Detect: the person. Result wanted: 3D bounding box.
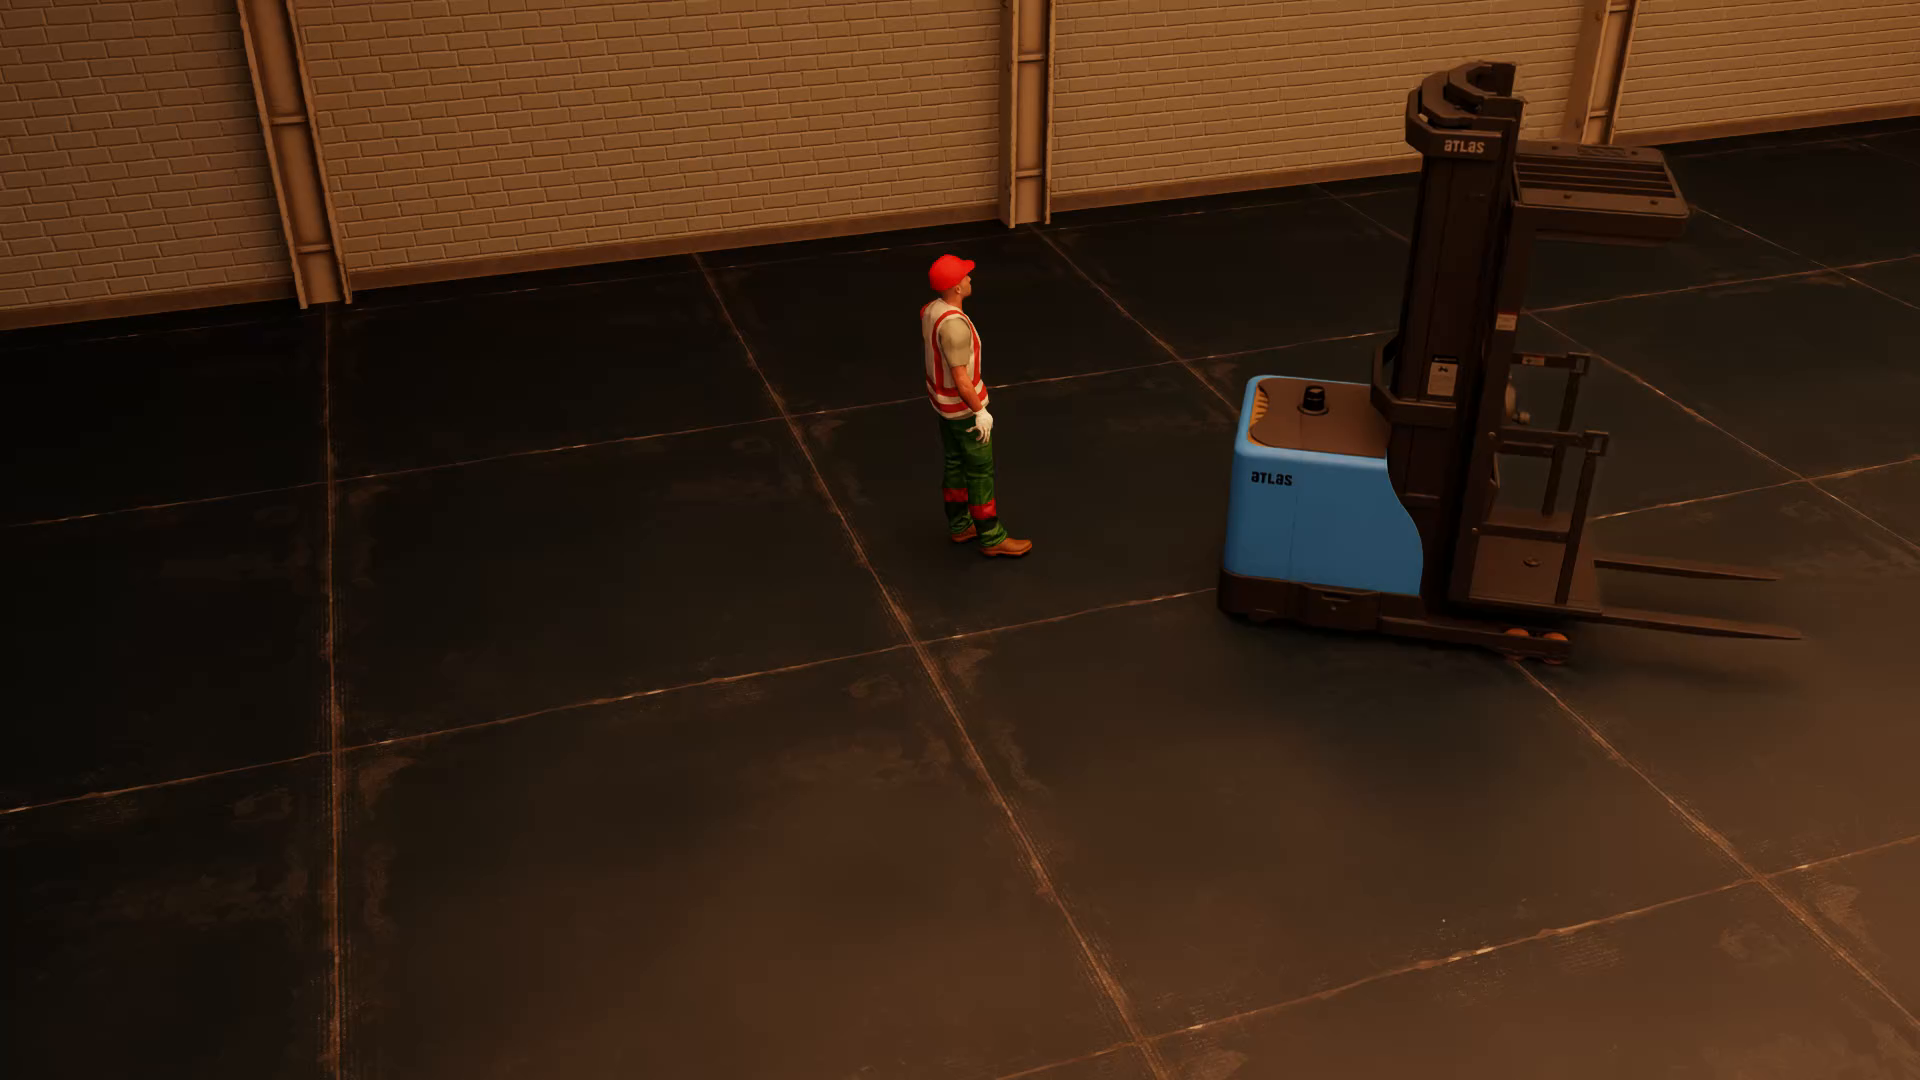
[{"bbox_3d":[0.080,-0.789,9.590,0.562,1.789,0.638,-10,31,-16],"label":"person"}]

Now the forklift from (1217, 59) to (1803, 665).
[{"bbox_3d":[3.008,-0.899,8.649,3.031,2.935,1.130,7,31,11],"label":"forklift"}]
